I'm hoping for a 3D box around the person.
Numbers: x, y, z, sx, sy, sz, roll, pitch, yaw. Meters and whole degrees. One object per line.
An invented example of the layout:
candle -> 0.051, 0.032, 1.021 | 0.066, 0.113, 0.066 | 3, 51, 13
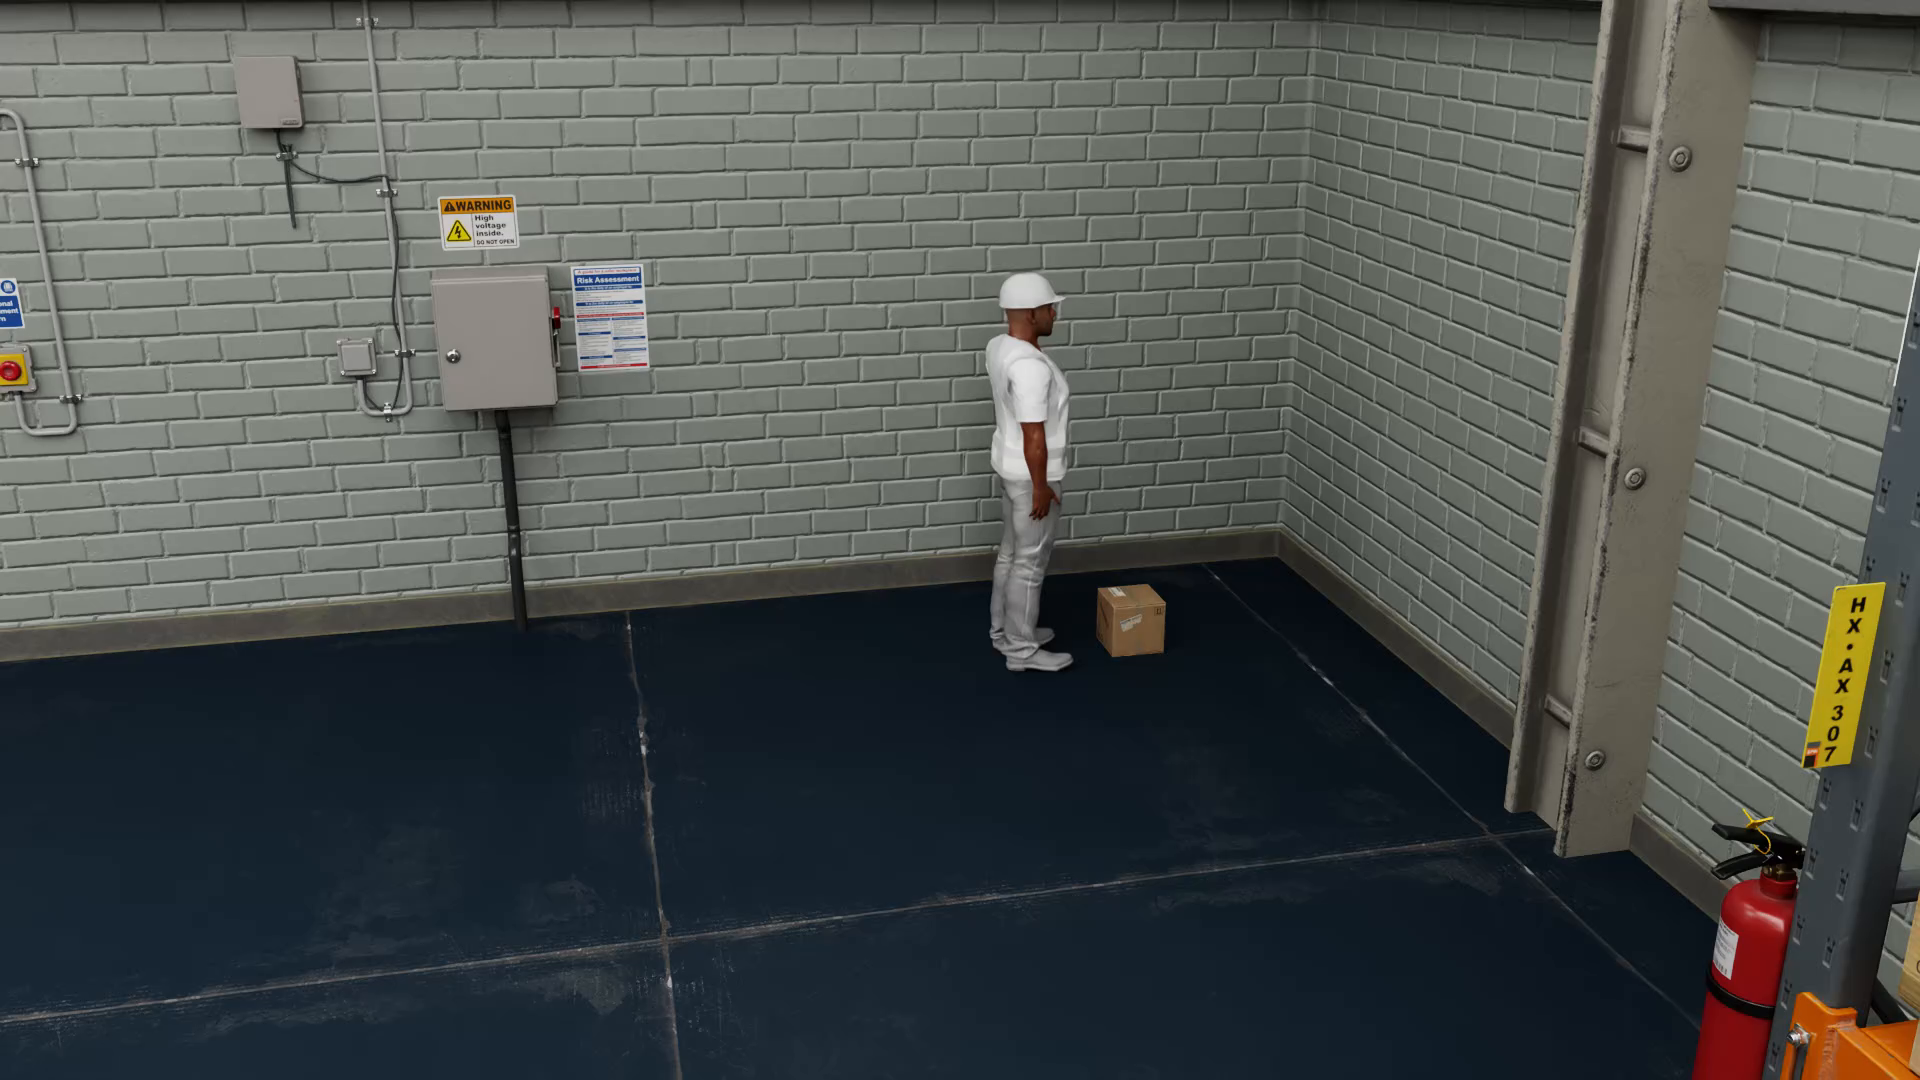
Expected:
person -> 0.306, -0.305, 7.395 | 0.353, 1.764, 0.563 | -4, 20, -11
